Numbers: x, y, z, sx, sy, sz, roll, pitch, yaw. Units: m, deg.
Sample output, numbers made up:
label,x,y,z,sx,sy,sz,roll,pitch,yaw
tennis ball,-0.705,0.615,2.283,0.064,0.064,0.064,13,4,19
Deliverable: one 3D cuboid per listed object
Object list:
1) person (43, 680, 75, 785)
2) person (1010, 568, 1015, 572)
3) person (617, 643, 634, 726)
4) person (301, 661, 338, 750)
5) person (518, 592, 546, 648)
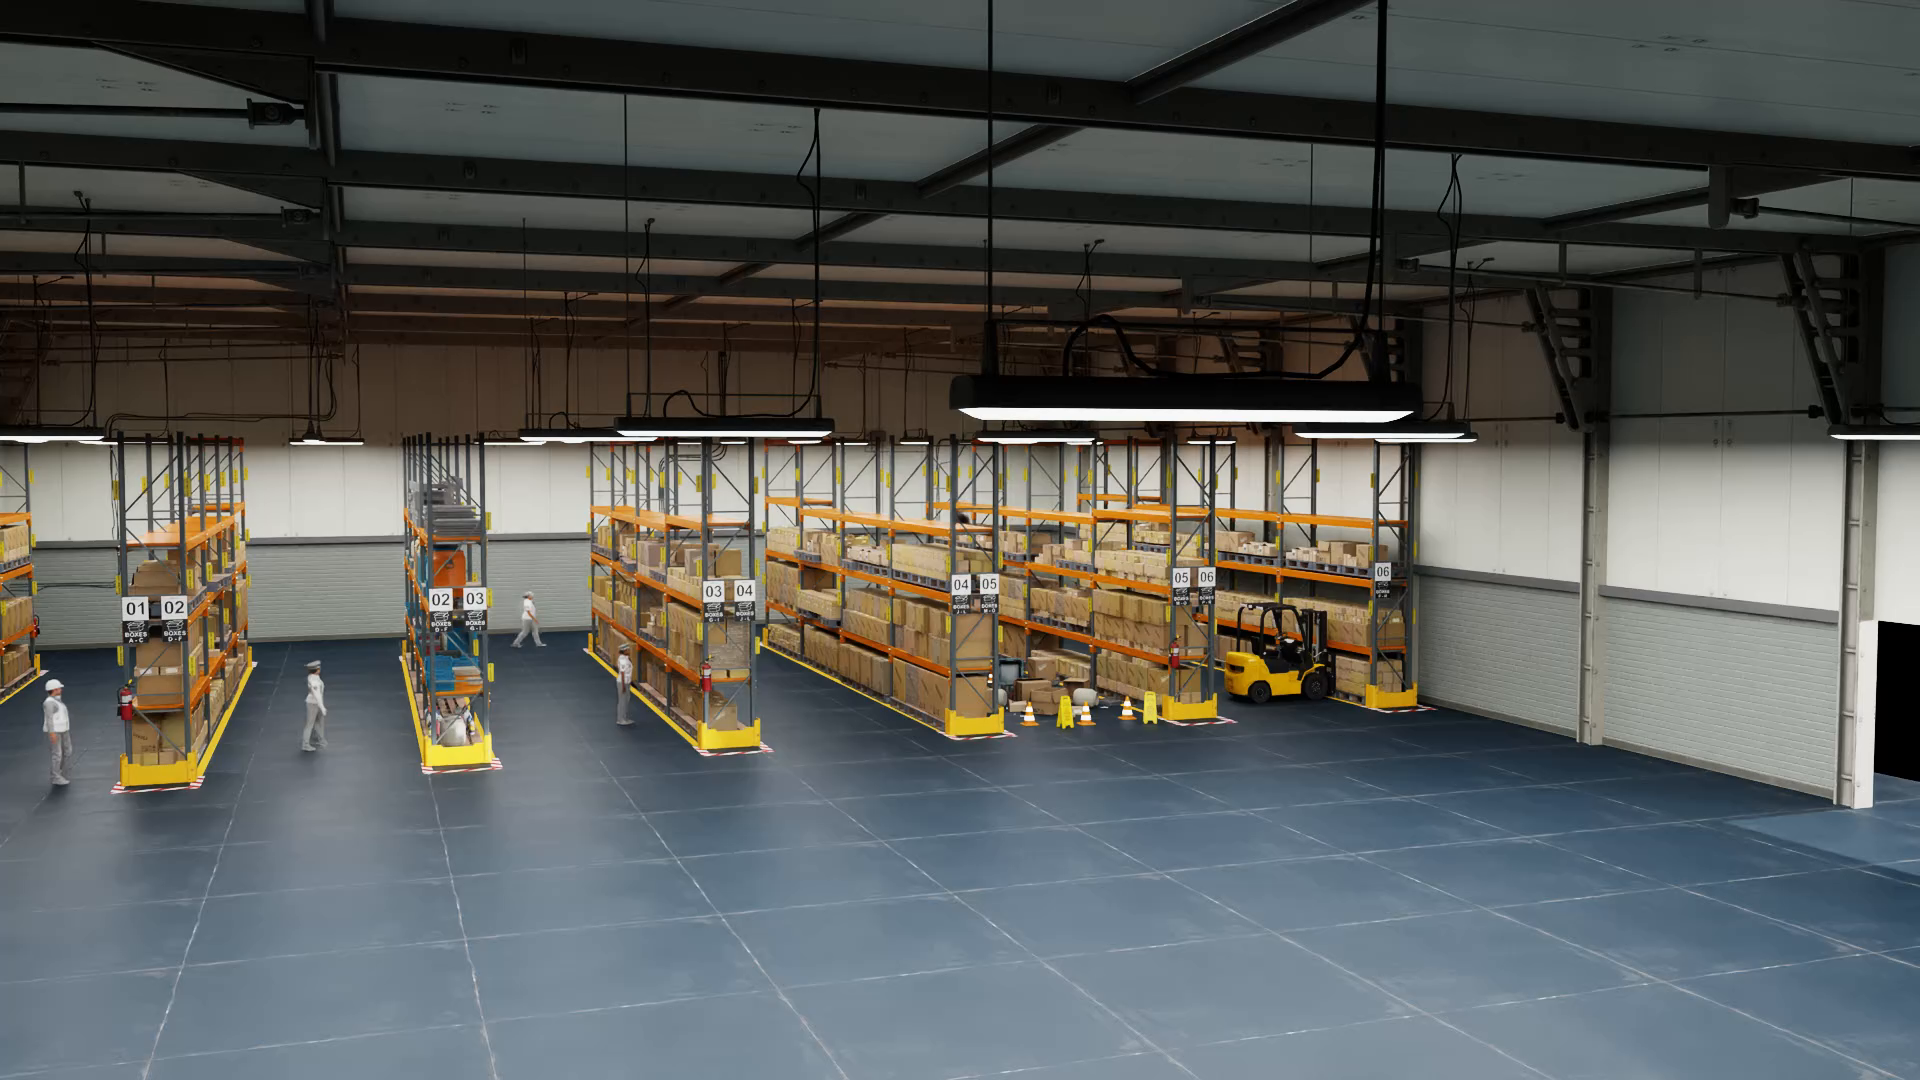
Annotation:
label,x,y,z,sx,sy,sz,roll,pitch,yaw
person,-15.430,3.283,28.379,0.515,1.797,0.647,0,3,0
person,1.727,1.789,54.831,0.607,1.764,0.575,-2,4,-35
person,-6.939,2.982,34.430,0.379,1.694,0.602,0,3,-2
person,-12.192,3.136,31.579,0.591,1.689,0.579,0,3,-8
person,-12.257,2.290,47.573,0.792,1.617,0.531,-1,3,-12
